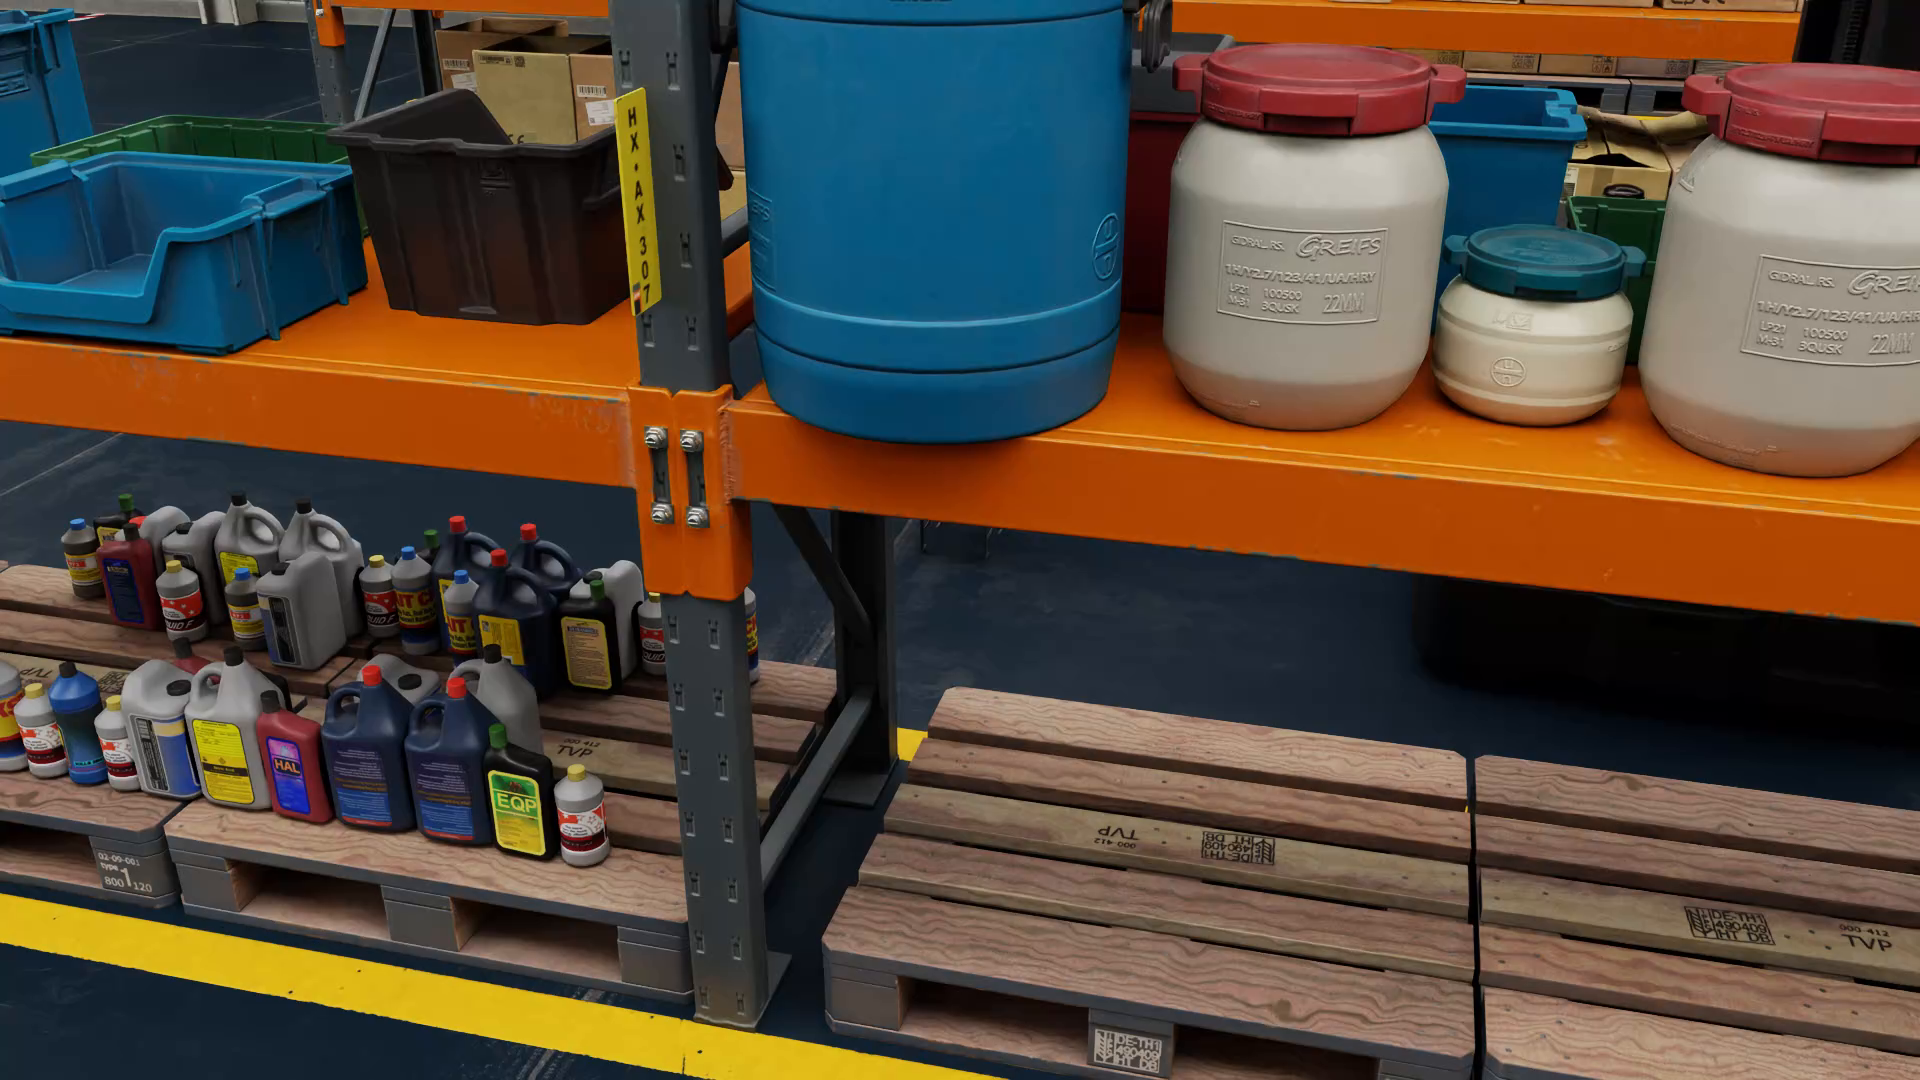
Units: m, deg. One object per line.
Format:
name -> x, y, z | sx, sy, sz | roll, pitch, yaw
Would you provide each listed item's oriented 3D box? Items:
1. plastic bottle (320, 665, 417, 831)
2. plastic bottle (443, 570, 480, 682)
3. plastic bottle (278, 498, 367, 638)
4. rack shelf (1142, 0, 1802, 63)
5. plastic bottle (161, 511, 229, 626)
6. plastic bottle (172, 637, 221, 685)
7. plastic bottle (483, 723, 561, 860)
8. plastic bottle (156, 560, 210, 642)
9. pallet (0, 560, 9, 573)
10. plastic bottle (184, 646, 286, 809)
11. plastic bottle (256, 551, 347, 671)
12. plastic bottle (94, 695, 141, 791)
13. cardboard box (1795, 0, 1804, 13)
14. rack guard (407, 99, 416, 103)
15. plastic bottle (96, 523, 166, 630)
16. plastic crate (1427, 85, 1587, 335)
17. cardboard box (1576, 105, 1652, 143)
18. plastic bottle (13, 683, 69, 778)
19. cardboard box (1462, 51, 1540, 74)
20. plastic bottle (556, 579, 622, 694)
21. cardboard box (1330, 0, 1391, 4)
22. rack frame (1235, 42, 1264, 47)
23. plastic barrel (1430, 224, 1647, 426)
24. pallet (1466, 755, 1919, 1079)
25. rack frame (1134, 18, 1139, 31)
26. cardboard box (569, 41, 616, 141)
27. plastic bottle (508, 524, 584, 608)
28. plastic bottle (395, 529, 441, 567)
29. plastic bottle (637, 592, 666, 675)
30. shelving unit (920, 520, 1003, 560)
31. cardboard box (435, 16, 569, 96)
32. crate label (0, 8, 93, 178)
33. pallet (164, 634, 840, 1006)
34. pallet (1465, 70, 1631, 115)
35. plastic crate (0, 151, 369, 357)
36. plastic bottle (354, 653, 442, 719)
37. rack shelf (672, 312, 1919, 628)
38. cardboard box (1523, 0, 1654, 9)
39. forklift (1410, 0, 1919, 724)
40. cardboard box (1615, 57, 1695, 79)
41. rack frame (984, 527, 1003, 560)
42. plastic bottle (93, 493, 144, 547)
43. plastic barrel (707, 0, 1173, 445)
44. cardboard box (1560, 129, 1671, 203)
plastic bottle -> -1.217, 0.419, 3.451 | 0.185, 0.351, 0.144 | 5, 26, 10
plastic bottle -> -1.185, 0.200, 4.003 | 0.097, 0.271, 0.097 | 0, 25, 0
plastic bottle -> -1.609, 0.063, 4.197 | 0.185, 0.351, 0.144 | 6, 26, 13
rack shelf -> 2.839, -2.132, 7.075 | 4.000, 0.370, 1.077 | 6, 26, 13
plastic bottle -> -1.950, 0.061, 4.289 | 0.135, 0.276, 0.152 | 6, 26, 12
plastic bottle -> -1.660, 0.351, 3.671 | 0.133, 0.283, 0.061 | 6, 26, 13
plastic bottle -> -0.884, 0.505, 3.349 | 0.133, 0.283, 0.061 | 8, 27, 16
plastic bottle -> -1.963, 0.149, 4.192 | 0.097, 0.201, 0.097 | 0, 25, 0
pallet -> -3.339, 0.299, 4.375 | 1.213, 0.211, 1.003 | 6, 26, 13
plastic bottle -> -1.530, 0.384, 3.523 | 0.185, 0.351, 0.144 | 6, 26, 13
plastic bottle -> -1.621, 0.162, 4.078 | 0.135, 0.276, 0.152 | 6, 26, 13
plastic bottle -> -1.807, 0.431, 3.598 | 0.097, 0.201, 0.097 | 0, 25, 0
cardboard box -> 3.526, -2.242, 6.763 | 0.250, 0.149, 0.380 | 8, 27, 17
rack guard -> -2.996, -1.973, 8.813 | 0.348, 0.500, 1.175 | 6, 26, 13
plastic bottle -> -2.110, 0.087, 4.225 | 0.133, 0.283, 0.061 | 6, 26, 13
plastic crate -> 0.810, -0.613, 3.067 | 0.575, 0.384, 0.392 | 6, 26, 13
cardboard box -> 2.839, -1.785, 7.568 | 0.500, 0.311, 0.500 | 6, 26, 12
plastic bottle -> -2.007, 0.409, 3.644 | 0.097, 0.201, 0.097 | 0, 25, 0
cardboard box -> 3.846, -3.626, 11.772 | 0.500, 0.500, 0.700 | 7, 26, 14
plastic bottle -> -0.881, 0.223, 3.940 | 0.133, 0.283, 0.061 | 6, 26, 13
cardboard box -> 1.709, -2.377, 7.046 | 0.250, 0.149, 0.380 | 6, 26, 13
rack frame -> 2.132, -4.734, 11.703 | 0.127, 3.000, 1.000 | 6, 26, 13
plastic barrel -> 0.908, -0.341, 2.638 | 0.301, 0.262, 0.301 | 0, 25, 0
pallet -> 1.620, 0.848, 3.224 | 1.213, 0.211, 1.003 | 6, 26, 13
rack frame -> 0.902, -2.671, 7.370 | 0.127, 3.000, 1.000 | 6, 26, 13
cardboard box -> -1.536, -2.135, 8.082 | 0.500, 0.500, 0.500 | 6, 26, 13
plastic bottle -> -1.014, 0.129, 4.059 | 0.185, 0.351, 0.144 | 7, 26, 14
plastic bottle -> -1.346, 0.104, 4.190 | 0.133, 0.283, 0.061 | 7, 26, 15
plastic bottle -> -0.732, 0.217, 4.048 | 0.097, 0.201, 0.097 | 0, 25, 0
shelving unit -> 0.008, -0.405, 5.055 | 0.210, 0.900, 0.258 | 6, 26, 13
cardboard box -> -2.379, -2.452, 8.749 | 0.500, 0.500, 0.500 | 6, 26, 13
crate label -> -2.360, -0.969, 3.754 | 0.616, 0.435, 0.502 | 6, 26, 13
pallet -> -0.976, 0.561, 3.827 | 1.213, 0.211, 1.003 | 6, 26, 13
pallet -> 4.071, -3.262, 11.856 | 1.213, 0.211, 1.003 | 6, 26, 13
plastic crate -> -1.475, -0.547, 3.083 | 0.616, 0.251, 0.499 | 6, 26, 13
plastic bottle -> -1.204, 0.388, 3.602 | 0.135, 0.276, 0.152 | 6, 26, 13
rack shelf -> 1.601, -0.070, 2.745 | 4.000, 0.370, 1.077 | 6, 26, 13
cardboard box -> 2.637, -2.517, 6.931 | 0.500, 0.500, 0.500 | 6, 26, 13
forklift -> 2.797, -0.998, 3.937 | 3.031, 2.935, 1.130 | 7, 26, 14
cardboard box -> 4.825, -3.534, 11.580 | 0.500, 0.500, 0.700 | 6, 26, 13
rack frame -> 0.106, -0.395, 5.032 | 0.006, 0.900, 0.240 | 6, 26, 13
plastic bottle -> -2.204, 0.009, 4.389 | 0.133, 0.283, 0.061 | 7, 26, 14
plastic barrel -> -0.037, -0.668, 2.580 | 0.708, 0.901, 0.600 | 6, 26, 13
cardboard box -> 2.729, -1.560, 7.095 | 0.500, 0.311, 0.500 | 7, 26, 14
